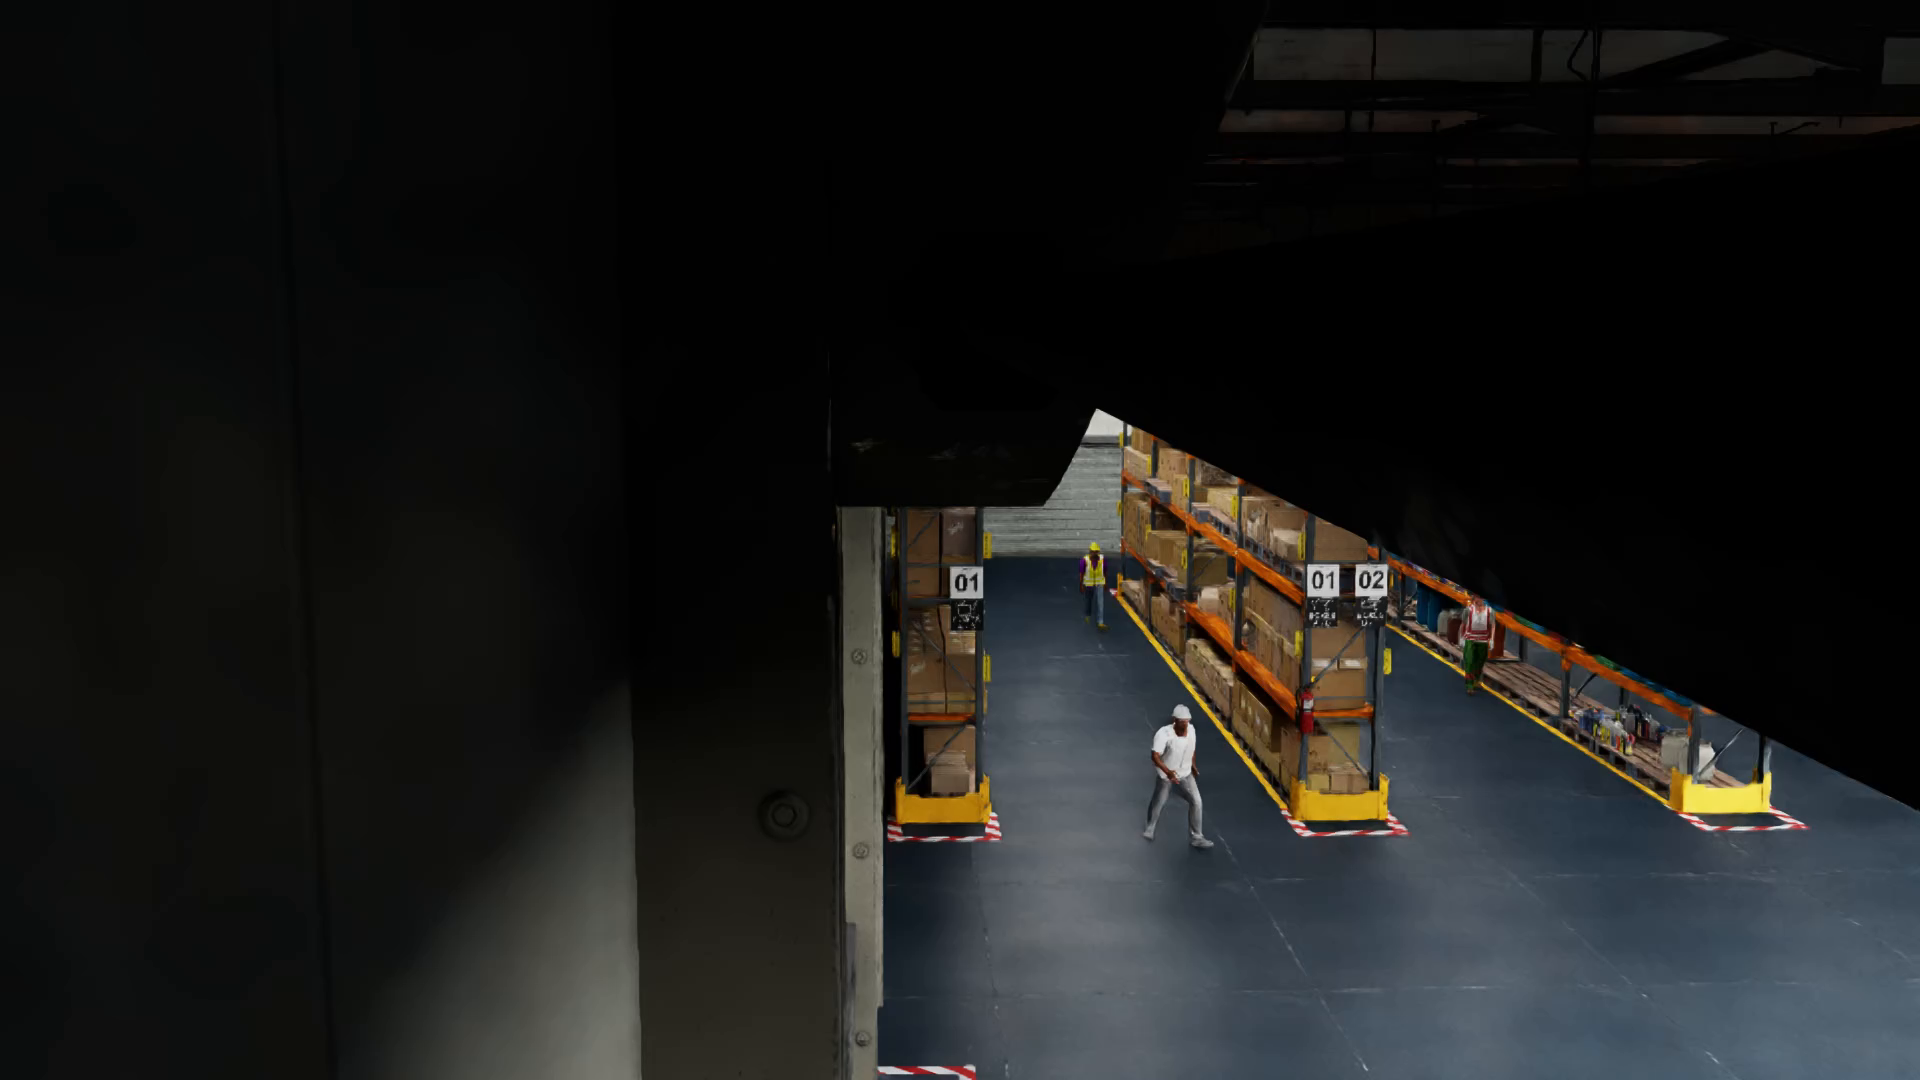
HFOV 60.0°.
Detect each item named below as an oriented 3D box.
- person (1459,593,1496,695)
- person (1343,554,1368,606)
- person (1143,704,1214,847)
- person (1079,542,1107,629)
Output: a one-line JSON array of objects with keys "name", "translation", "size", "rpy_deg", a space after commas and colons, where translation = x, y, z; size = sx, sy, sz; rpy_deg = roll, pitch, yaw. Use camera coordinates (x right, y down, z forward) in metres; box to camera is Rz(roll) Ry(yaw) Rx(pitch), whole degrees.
[{"name": "person", "translation": [8.504, 1.641, 27.275], "size": [0.533, 1.728, 1.036], "rpy_deg": [1, 8, 6]}, {"name": "person", "translation": [8.366, 0.527, 35.263], "size": [0.560, 1.733, 0.928], "rpy_deg": [2, 8, 14]}, {"name": "person", "translation": [2.528, 2.744, 19.596], "size": [0.700, 1.705, 0.840], "rpy_deg": [-3, 8, -19]}, {"name": "person", "translation": [2.634, 0.869, 32.891], "size": [0.577, 1.690, 1.121], "rpy_deg": [0, 8, 0]}]
